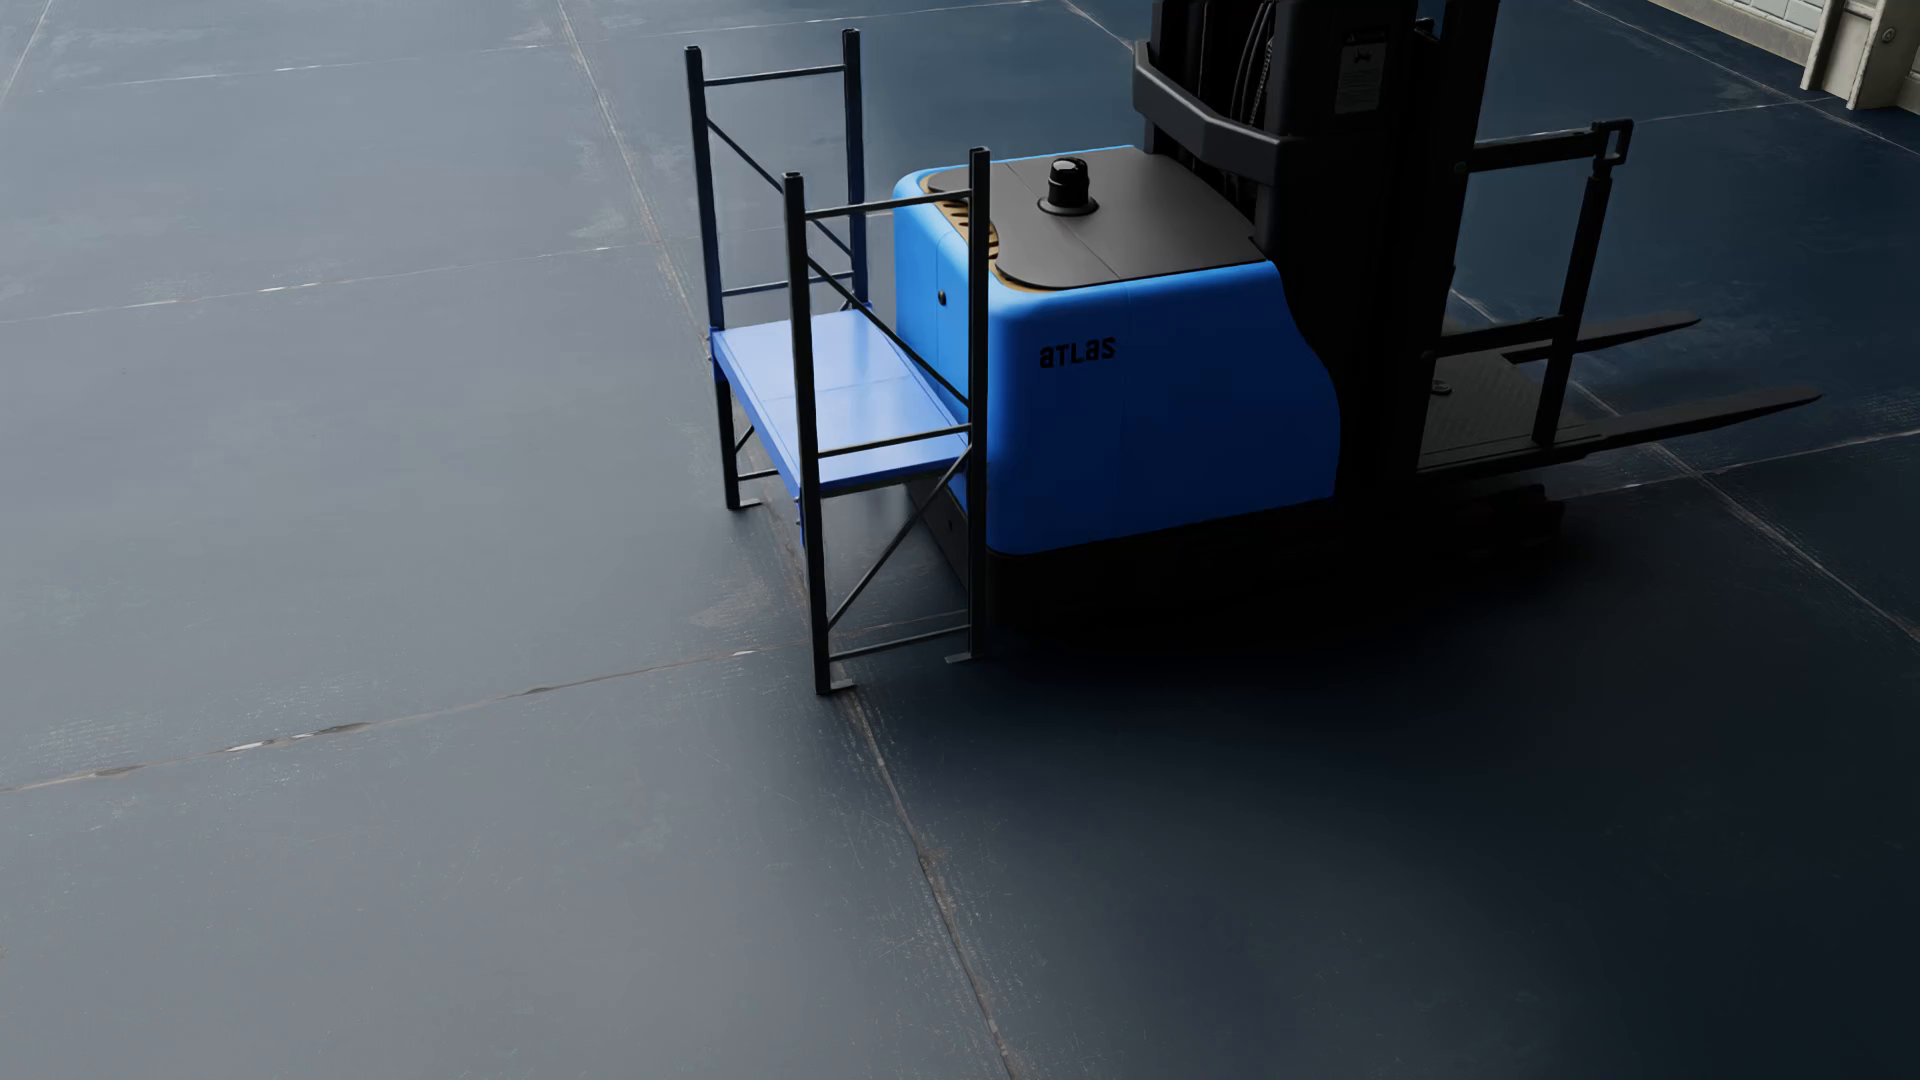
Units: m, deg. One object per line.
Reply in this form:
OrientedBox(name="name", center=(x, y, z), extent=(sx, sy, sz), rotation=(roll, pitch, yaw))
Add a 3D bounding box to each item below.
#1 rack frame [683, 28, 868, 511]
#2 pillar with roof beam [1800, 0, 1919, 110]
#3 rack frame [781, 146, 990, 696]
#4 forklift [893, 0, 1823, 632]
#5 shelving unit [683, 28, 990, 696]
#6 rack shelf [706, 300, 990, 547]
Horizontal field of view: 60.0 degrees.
OrientedBox(name="rack frame", center=(-0.525, -0.776, 5.064), extent=(0.500, 1.500, 0.032), rotation=(-12, 35, -17))
OrientedBox(name="pillar with roof beam", center=(0.615, -5.387, 5.240), extent=(9.100, 9.000, 0.400), rotation=(-10, 35, -15))
OrientedBox(name="rack frame", center=(-0.168, -0.251, 4.270), extent=(0.500, 1.500, 0.032), rotation=(-12, 35, -17))
OrientedBox(name="forklift", center=(1.361, -1.435, 4.763), extent=(3.031, 2.935, 1.130), rotation=(-10, 35, -15))
OrientedBox(name="shelving unit", center=(-0.346, -0.514, 4.667), extent=(0.538, 1.500, 1.048), rotation=(-12, 35, -17))
OrientedBox(name="rack shelf", center=(-0.346, -0.364, 4.766), extent=(0.538, 0.185, 1.000), rotation=(-12, 35, -17))
